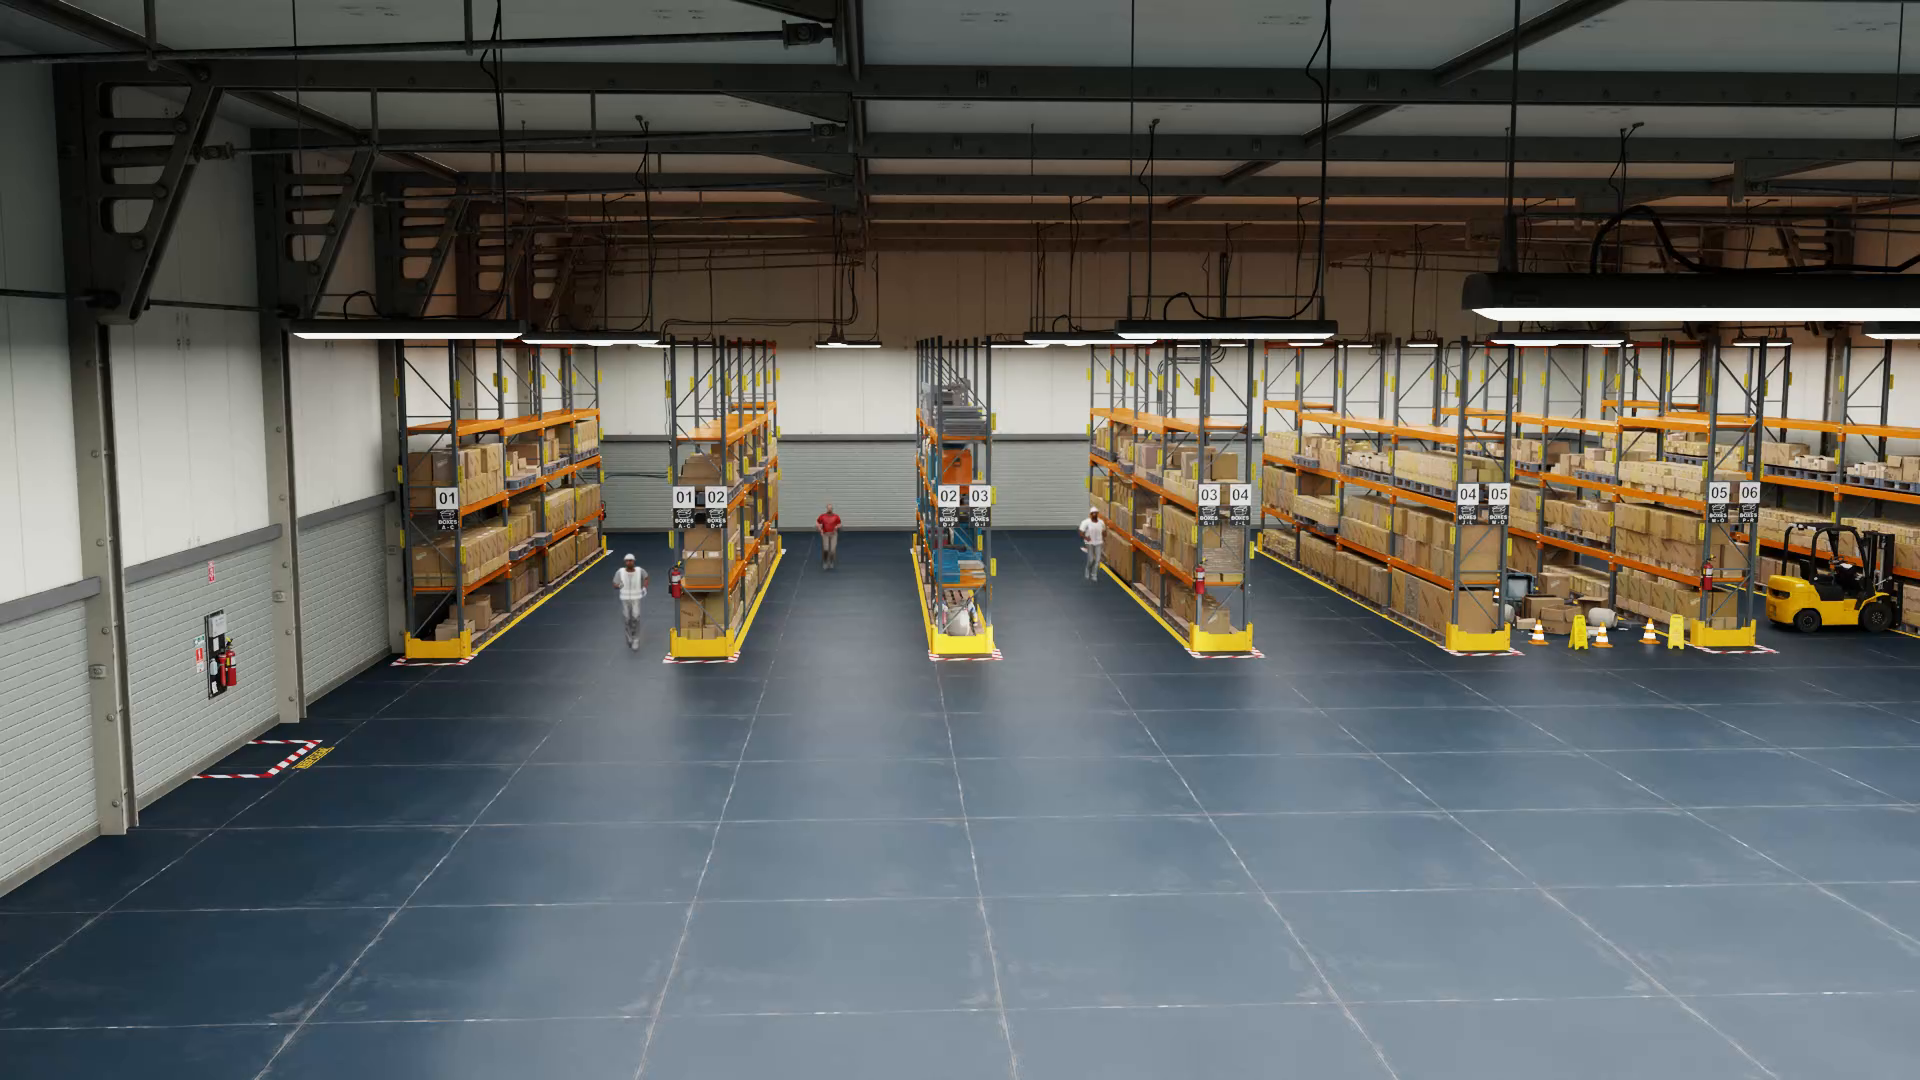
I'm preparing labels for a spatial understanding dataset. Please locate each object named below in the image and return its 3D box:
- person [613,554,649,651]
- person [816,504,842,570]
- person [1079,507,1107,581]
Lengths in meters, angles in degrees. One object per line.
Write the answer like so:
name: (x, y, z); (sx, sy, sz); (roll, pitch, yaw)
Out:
person: (-6.378, 1.179, 32.158); (0.647, 1.835, 0.762); (-1, 7, -5)
person: (-3.419, -0.067, 43.619); (0.645, 1.723, 0.632); (-1, 7, -10)
person: (3.173, 0.090, 39.457); (0.699, 1.737, 0.593); (-2, 7, -15)
